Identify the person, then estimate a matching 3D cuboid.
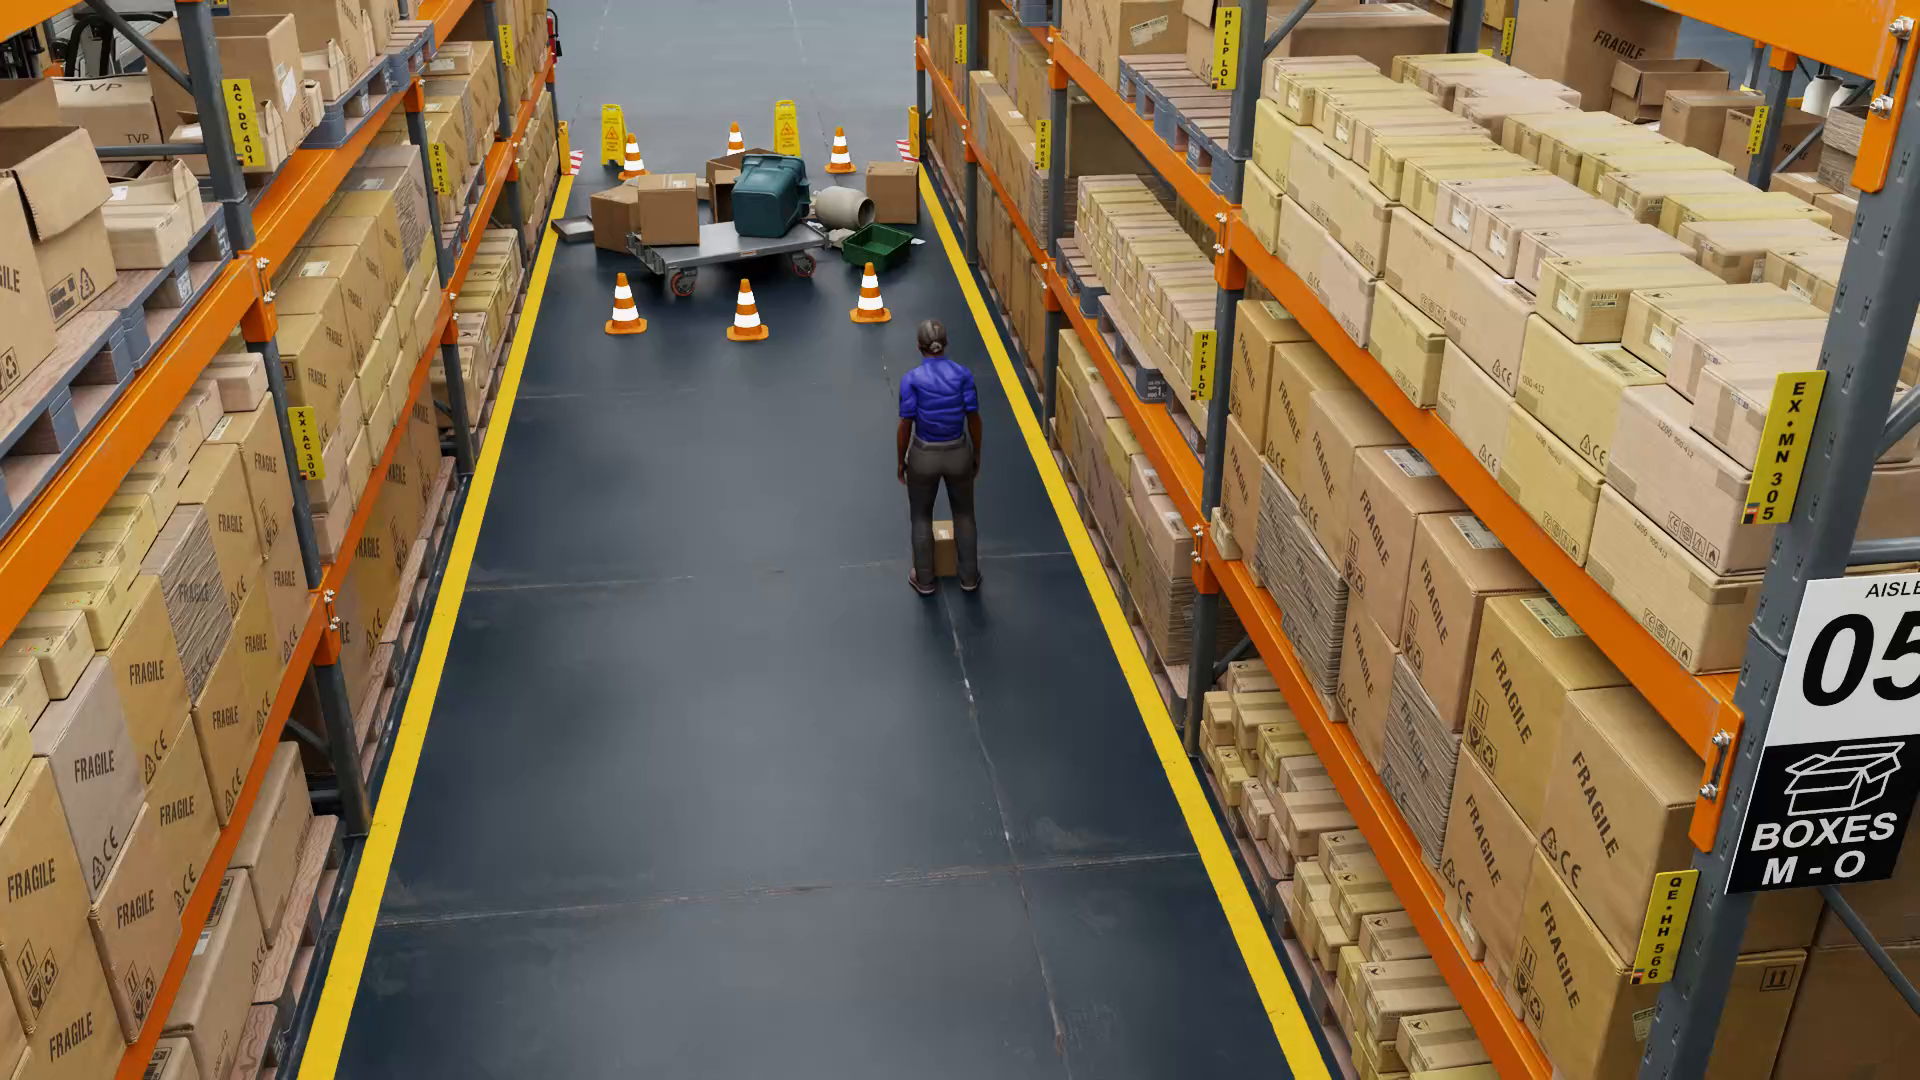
[{"bbox_3d":[-0.109,-0.463,9.521,0.521,1.653,0.348,-5,28,-10],"label":"person"}]
